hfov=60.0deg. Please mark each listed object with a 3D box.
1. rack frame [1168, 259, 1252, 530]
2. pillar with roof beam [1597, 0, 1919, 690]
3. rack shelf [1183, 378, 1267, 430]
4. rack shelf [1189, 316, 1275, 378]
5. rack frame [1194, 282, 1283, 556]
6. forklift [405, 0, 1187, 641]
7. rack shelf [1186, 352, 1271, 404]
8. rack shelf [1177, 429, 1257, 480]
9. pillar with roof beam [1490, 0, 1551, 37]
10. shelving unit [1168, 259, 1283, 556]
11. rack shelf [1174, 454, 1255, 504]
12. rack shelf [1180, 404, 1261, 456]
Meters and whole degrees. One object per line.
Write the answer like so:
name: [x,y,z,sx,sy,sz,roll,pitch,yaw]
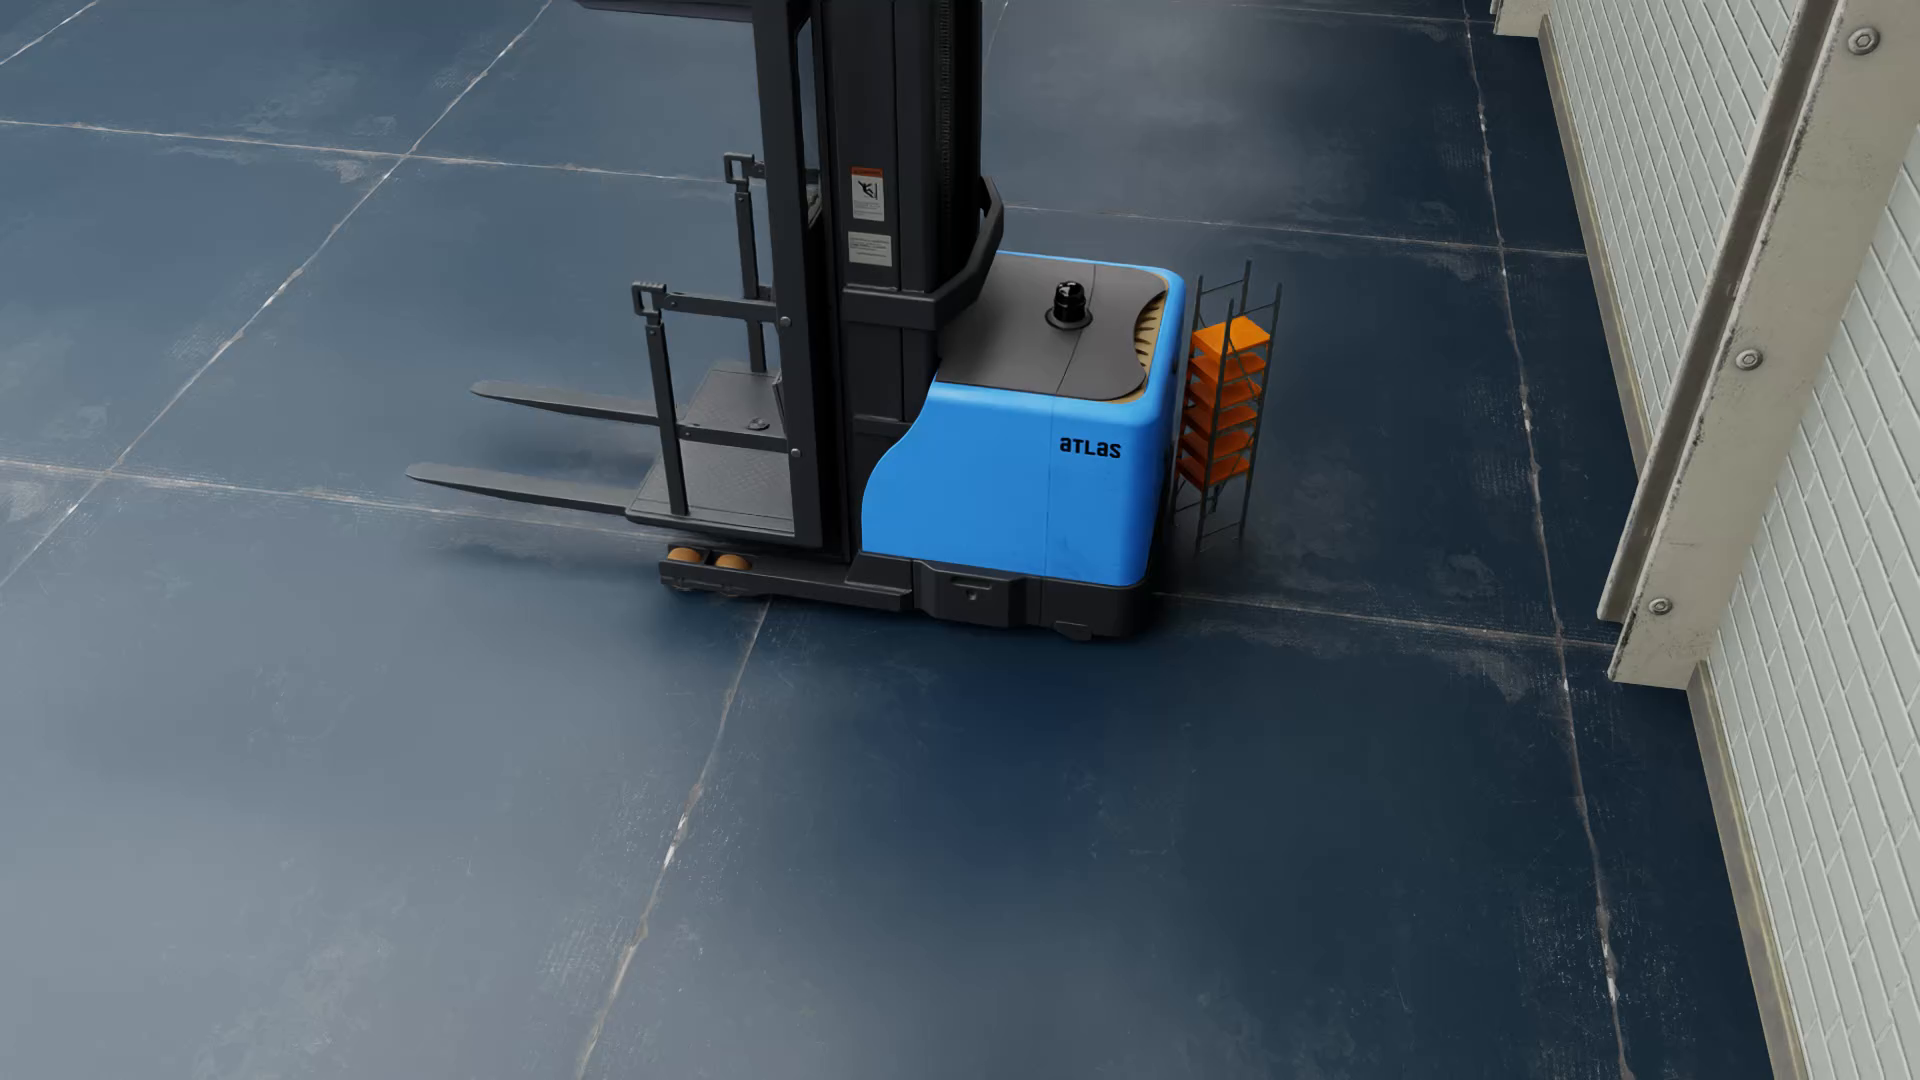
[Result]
rack frame: [0.961,-0.537,6.452,0.240,1.200,0.006,-20,45,-23]
pillar with roof beam: [-1.663,-3.533,3.960,9.100,9.000,0.400,6,40,8]
rack shelf: [1.007,-0.543,6.343,0.258,0.103,0.180,-20,45,-23]
rack shelf: [1.010,-0.725,6.187,0.258,0.103,0.180,-20,45,-23]
rack frame: [1.053,-0.433,6.332,0.240,1.200,0.006,-20,45,-23]
forklift: [-0.699,-1.229,5.936,3.031,2.935,1.130,8,40,9]
rack shelf: [1.009,-0.634,6.265,0.258,0.103,0.180,-20,45,-23]
rack shelf: [1.005,-0.360,6.499,0.258,0.103,0.180,-20,45,-23]
pillar with roof beam: [-0.624,-7.298,8.515,9.100,9.000,0.400,6,40,8]
shelving unit: [1.007,-0.485,6.392,0.258,1.200,0.189,-20,45,-23]
rack shelf: [1.004,-0.269,6.577,0.258,0.103,0.180,-20,45,-23]
rack shelf: [1.006,-0.451,6.421,0.258,0.103,0.180,-20,45,-23]
